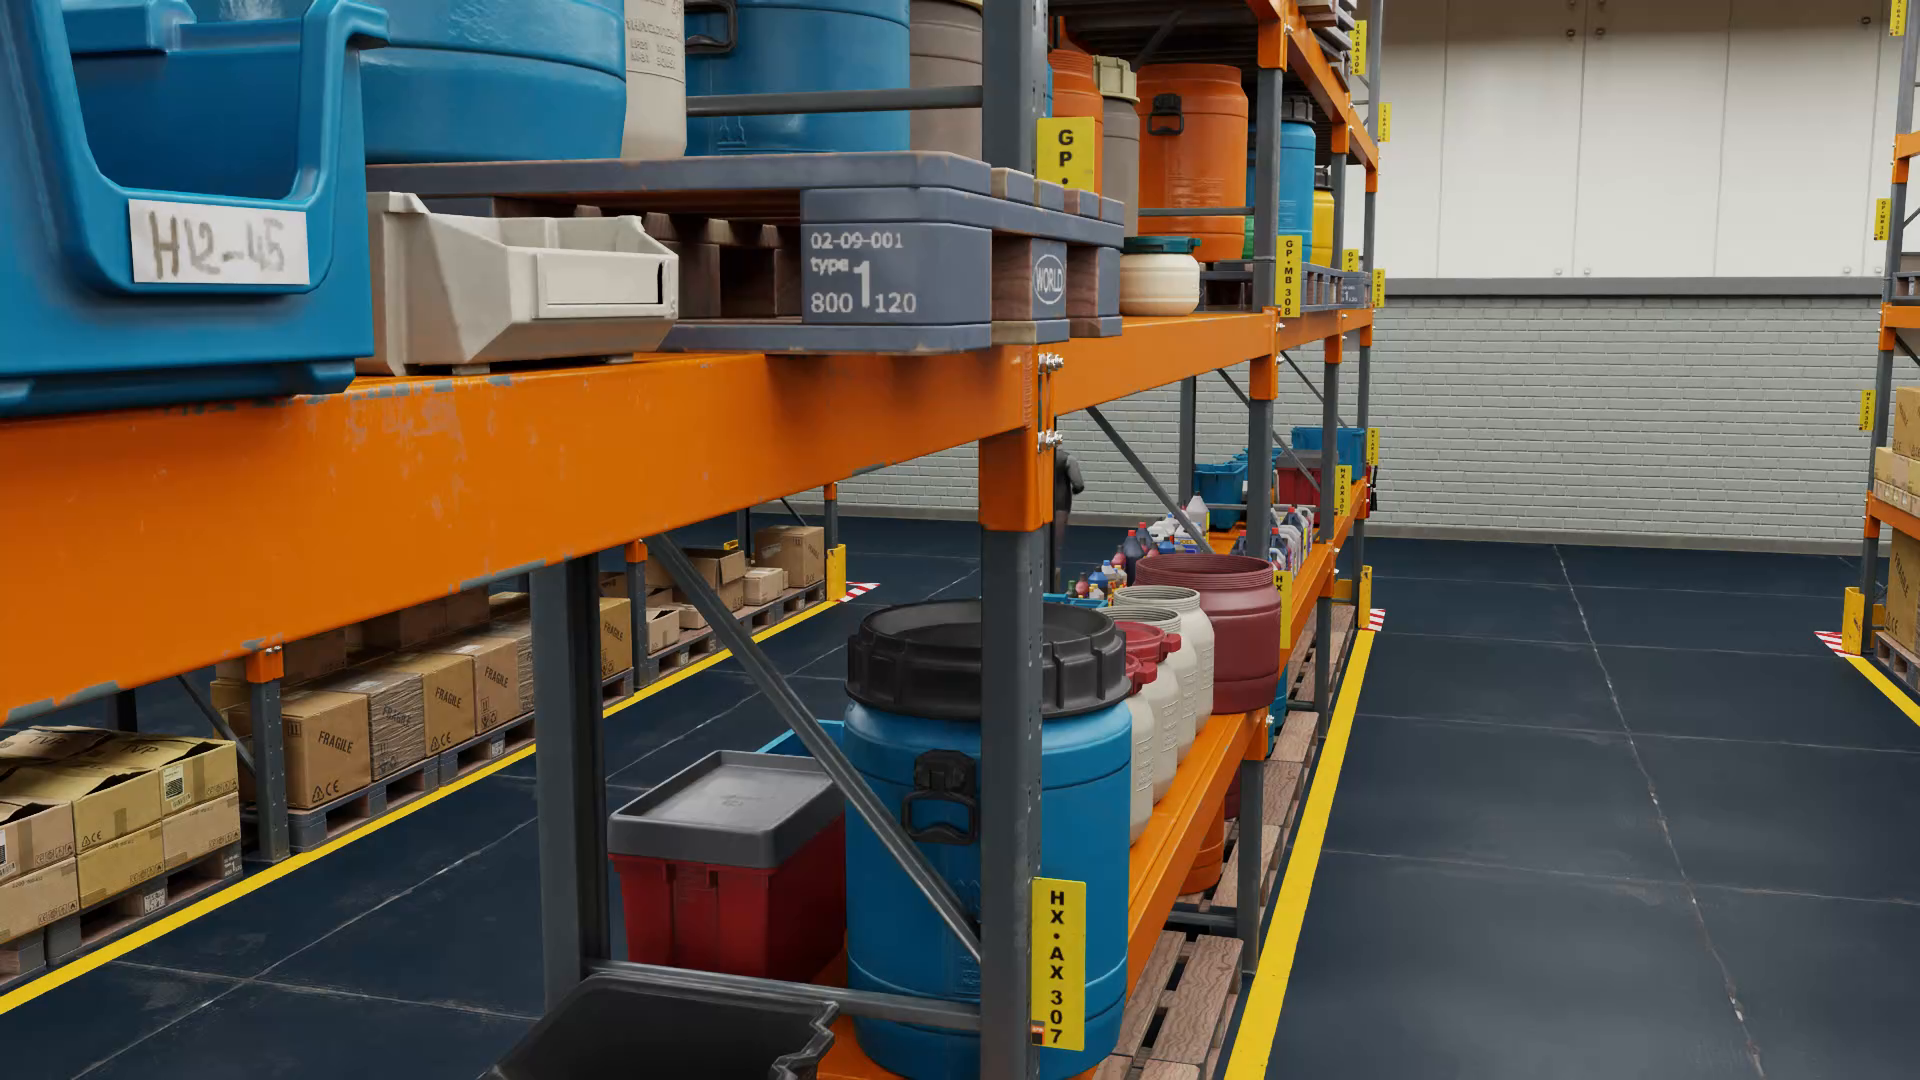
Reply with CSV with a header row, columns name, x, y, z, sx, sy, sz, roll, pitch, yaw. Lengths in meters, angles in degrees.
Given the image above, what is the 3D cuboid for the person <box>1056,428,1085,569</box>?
name,x,y,z,sx,sy,sz,roll,pitch,yaw
person,0.835,-0.253,15.844,0.663,1.637,0.936,4,9,23
